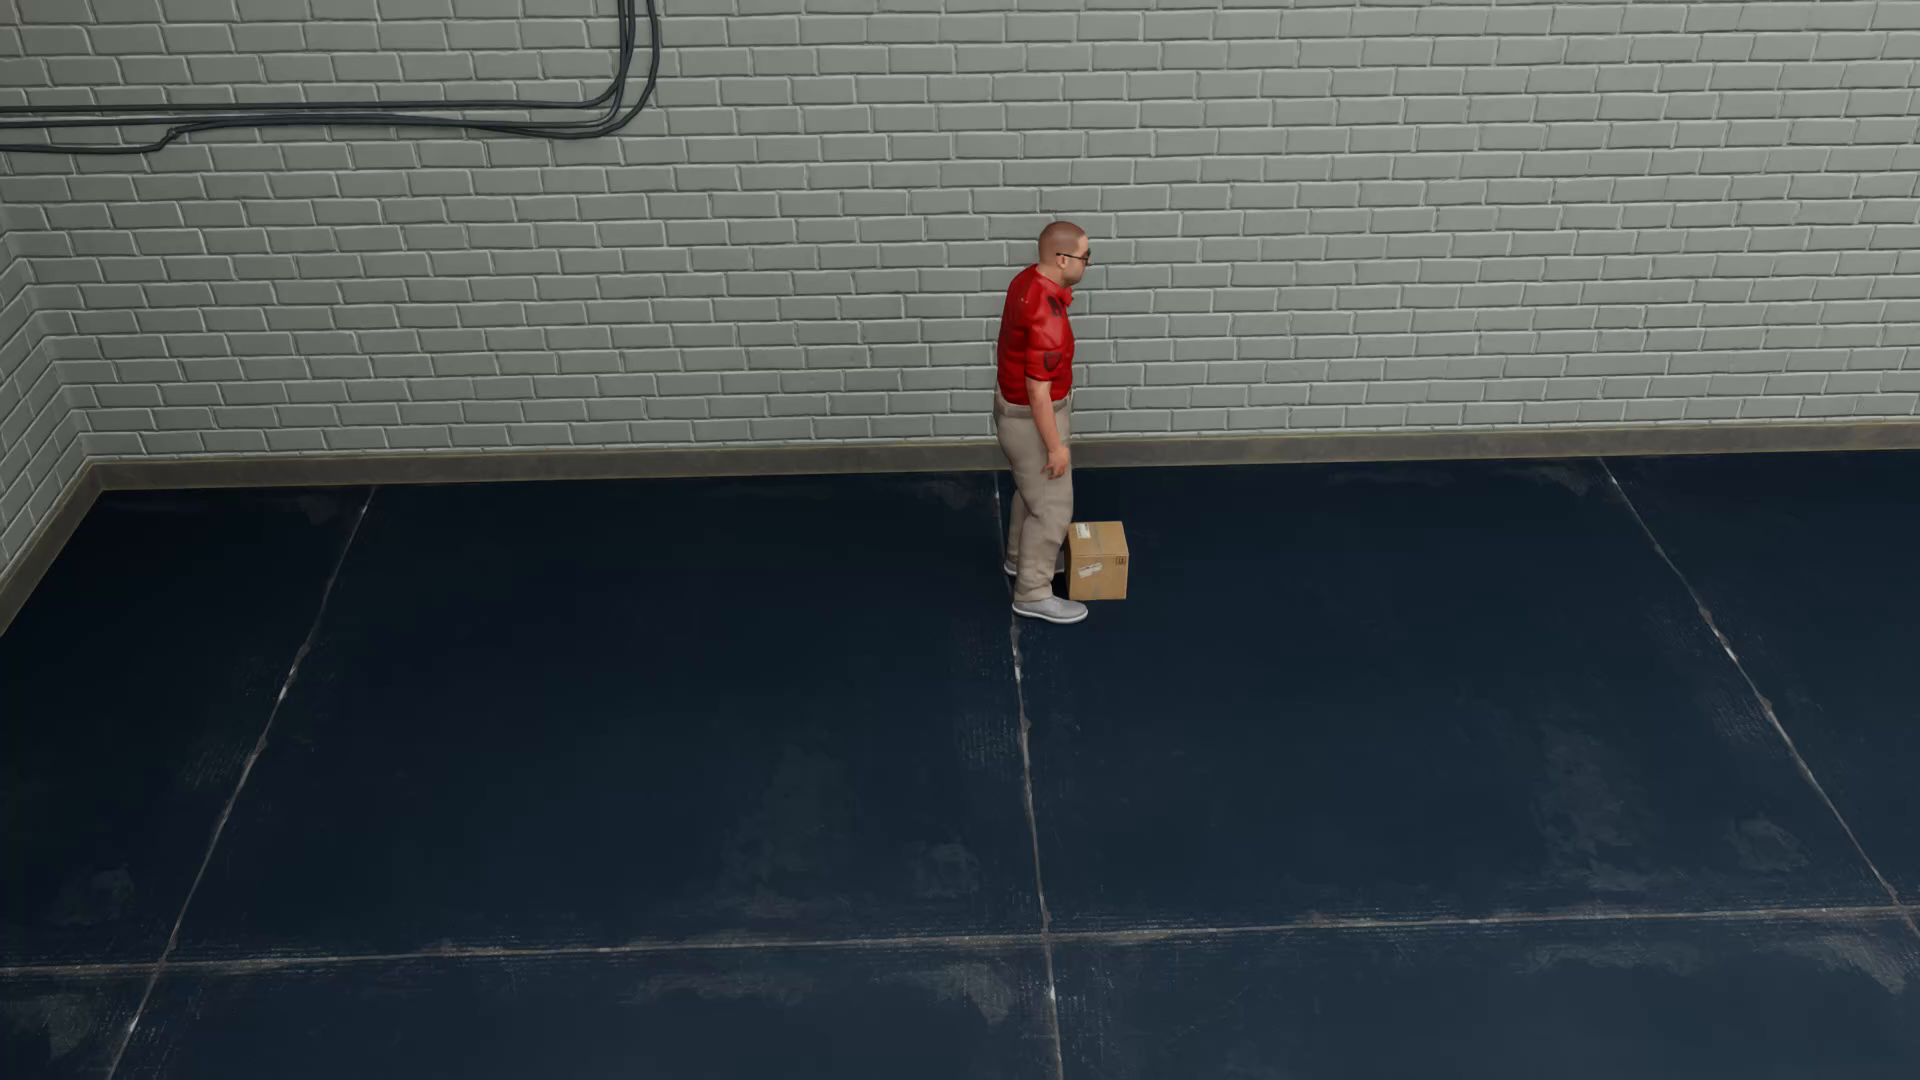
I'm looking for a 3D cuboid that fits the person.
[{"bbox_3d":[0.339,-0.498,6.869,0.392,1.725,0.580,-3,35,-4],"label":"person"}]
